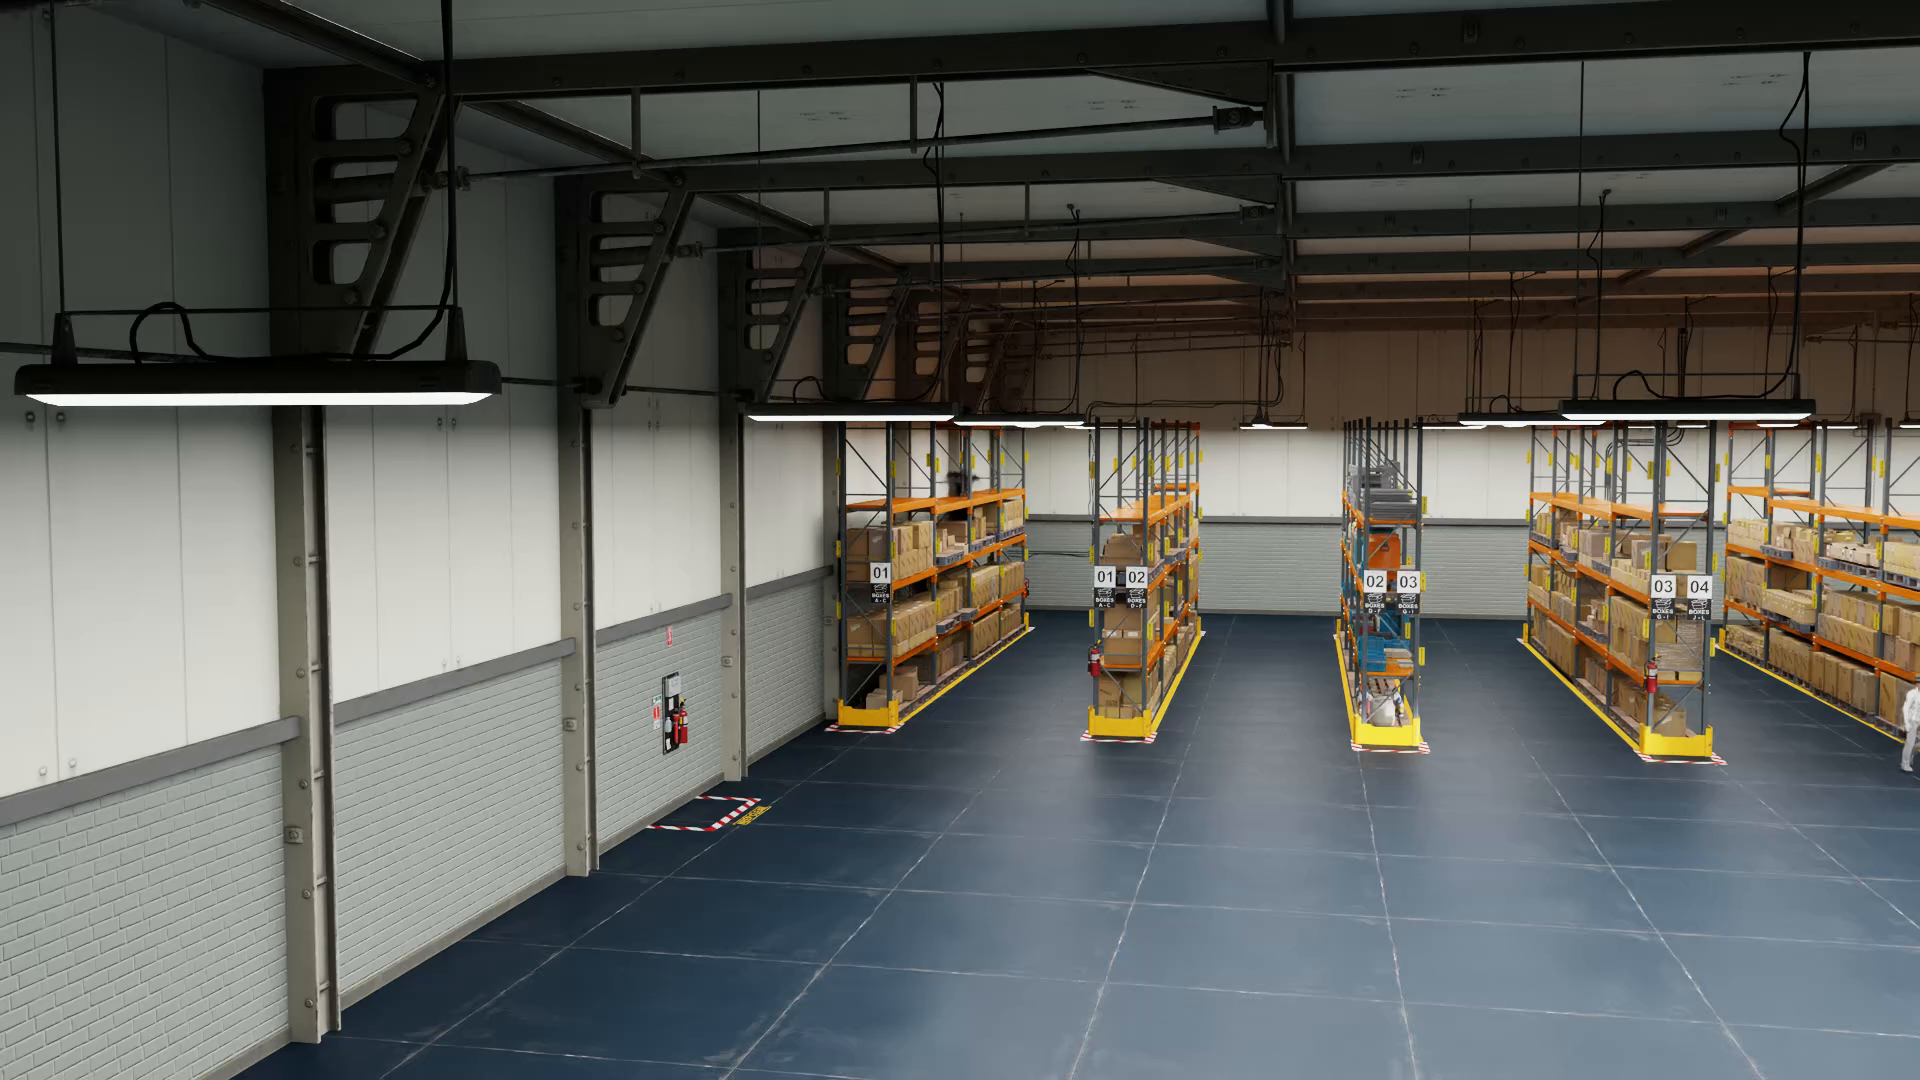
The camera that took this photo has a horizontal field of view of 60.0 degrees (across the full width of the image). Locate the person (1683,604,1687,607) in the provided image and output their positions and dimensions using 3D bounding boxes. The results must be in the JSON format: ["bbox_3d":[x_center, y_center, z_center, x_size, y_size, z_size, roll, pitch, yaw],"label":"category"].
[{"bbox_3d":[17.852,2.201,40.912,0.709,1.709,0.691,2,4,27],"label":"person"}]

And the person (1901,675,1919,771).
[{"bbox_3d":[16.147,3.062,28.014,0.536,1.647,0.497,0,4,5],"label":"person"}]

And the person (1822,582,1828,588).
[{"bbox_3d":[23.212,1.949,44.848,0.870,1.713,0.568,0,4,4],"label":"person"}]

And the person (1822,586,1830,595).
[{"bbox_3d":[22.253,2.061,42.562,0.670,1.749,1.110,-1,4,-10],"label":"person"}]
